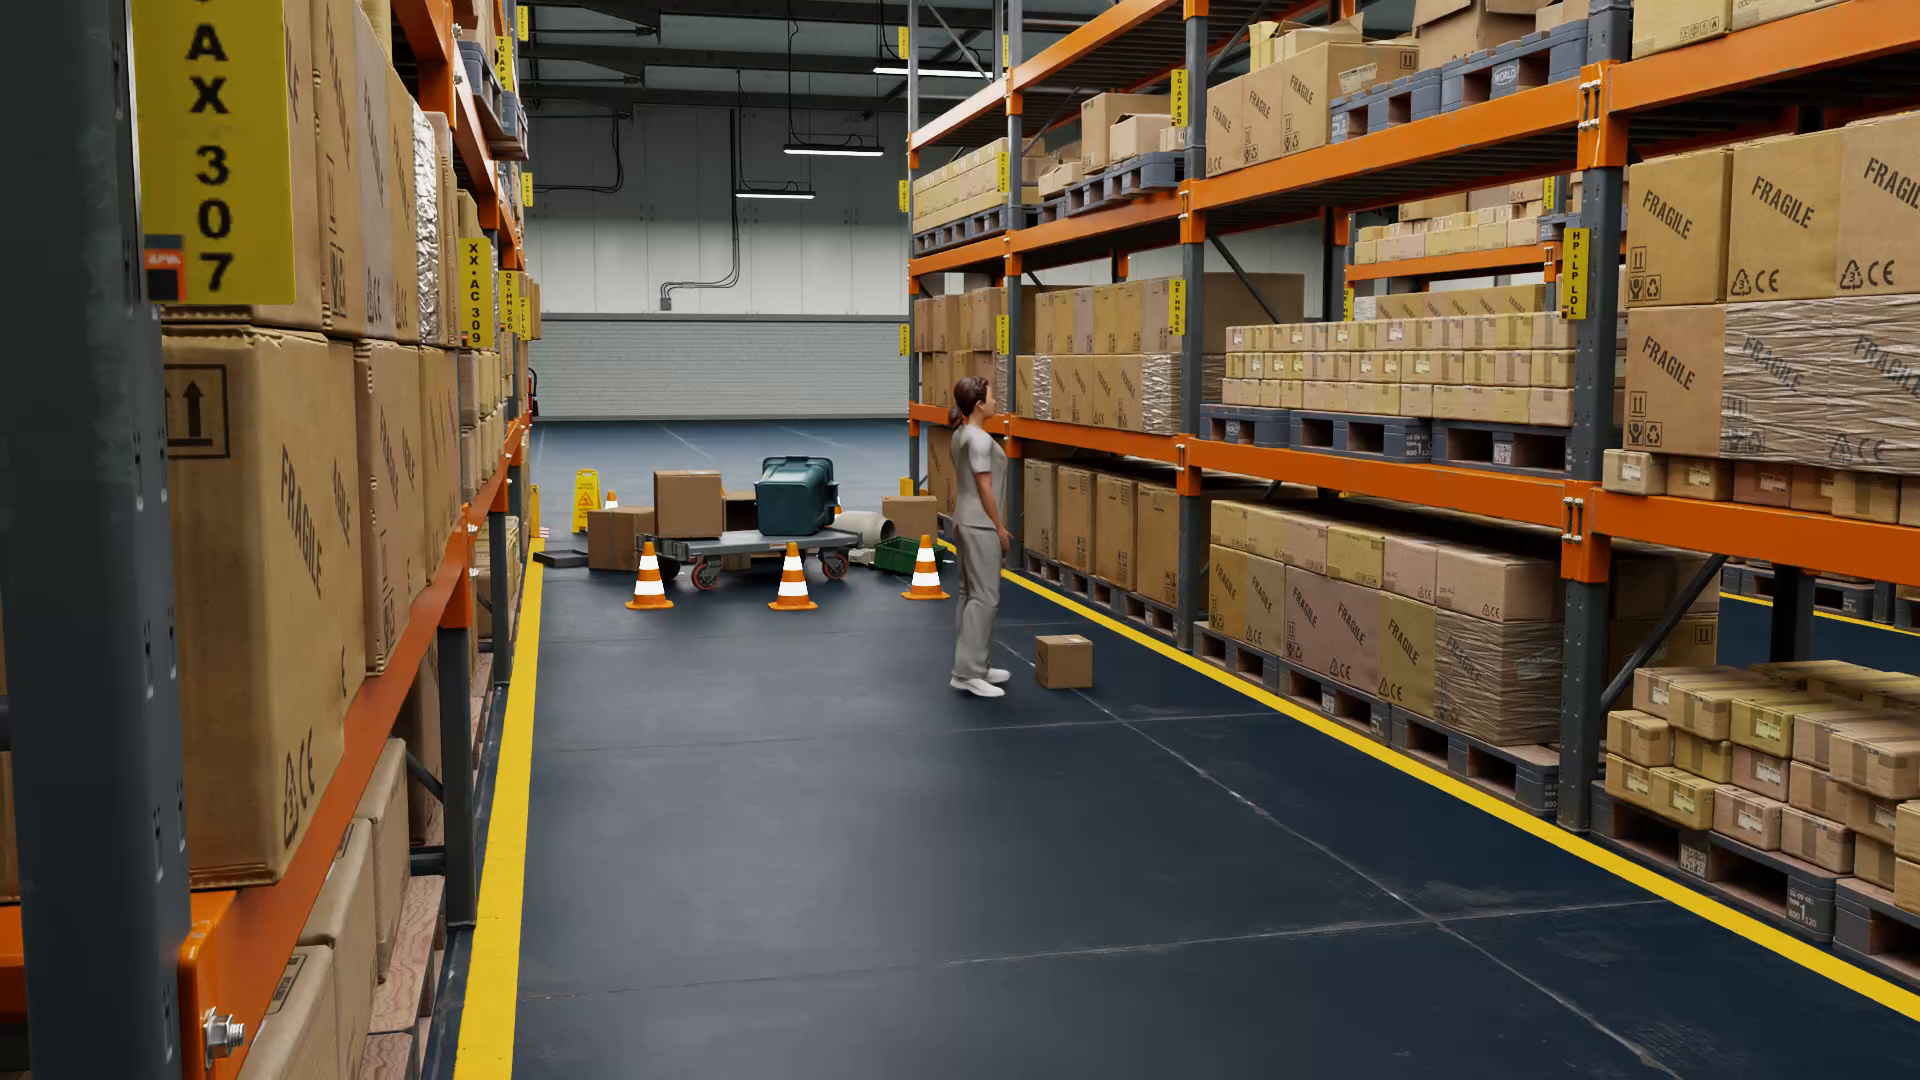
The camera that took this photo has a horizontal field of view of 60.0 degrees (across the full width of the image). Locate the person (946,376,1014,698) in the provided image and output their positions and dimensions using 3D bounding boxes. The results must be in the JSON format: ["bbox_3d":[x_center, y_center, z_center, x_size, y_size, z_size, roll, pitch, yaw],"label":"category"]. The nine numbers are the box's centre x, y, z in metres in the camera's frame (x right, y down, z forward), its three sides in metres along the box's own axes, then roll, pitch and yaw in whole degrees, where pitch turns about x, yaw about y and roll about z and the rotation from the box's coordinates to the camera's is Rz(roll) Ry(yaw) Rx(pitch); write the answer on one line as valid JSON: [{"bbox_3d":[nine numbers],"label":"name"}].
[{"bbox_3d":[0.111,-0.028,8.898,0.382,1.695,0.500,-1,6,-13],"label":"person"}]
